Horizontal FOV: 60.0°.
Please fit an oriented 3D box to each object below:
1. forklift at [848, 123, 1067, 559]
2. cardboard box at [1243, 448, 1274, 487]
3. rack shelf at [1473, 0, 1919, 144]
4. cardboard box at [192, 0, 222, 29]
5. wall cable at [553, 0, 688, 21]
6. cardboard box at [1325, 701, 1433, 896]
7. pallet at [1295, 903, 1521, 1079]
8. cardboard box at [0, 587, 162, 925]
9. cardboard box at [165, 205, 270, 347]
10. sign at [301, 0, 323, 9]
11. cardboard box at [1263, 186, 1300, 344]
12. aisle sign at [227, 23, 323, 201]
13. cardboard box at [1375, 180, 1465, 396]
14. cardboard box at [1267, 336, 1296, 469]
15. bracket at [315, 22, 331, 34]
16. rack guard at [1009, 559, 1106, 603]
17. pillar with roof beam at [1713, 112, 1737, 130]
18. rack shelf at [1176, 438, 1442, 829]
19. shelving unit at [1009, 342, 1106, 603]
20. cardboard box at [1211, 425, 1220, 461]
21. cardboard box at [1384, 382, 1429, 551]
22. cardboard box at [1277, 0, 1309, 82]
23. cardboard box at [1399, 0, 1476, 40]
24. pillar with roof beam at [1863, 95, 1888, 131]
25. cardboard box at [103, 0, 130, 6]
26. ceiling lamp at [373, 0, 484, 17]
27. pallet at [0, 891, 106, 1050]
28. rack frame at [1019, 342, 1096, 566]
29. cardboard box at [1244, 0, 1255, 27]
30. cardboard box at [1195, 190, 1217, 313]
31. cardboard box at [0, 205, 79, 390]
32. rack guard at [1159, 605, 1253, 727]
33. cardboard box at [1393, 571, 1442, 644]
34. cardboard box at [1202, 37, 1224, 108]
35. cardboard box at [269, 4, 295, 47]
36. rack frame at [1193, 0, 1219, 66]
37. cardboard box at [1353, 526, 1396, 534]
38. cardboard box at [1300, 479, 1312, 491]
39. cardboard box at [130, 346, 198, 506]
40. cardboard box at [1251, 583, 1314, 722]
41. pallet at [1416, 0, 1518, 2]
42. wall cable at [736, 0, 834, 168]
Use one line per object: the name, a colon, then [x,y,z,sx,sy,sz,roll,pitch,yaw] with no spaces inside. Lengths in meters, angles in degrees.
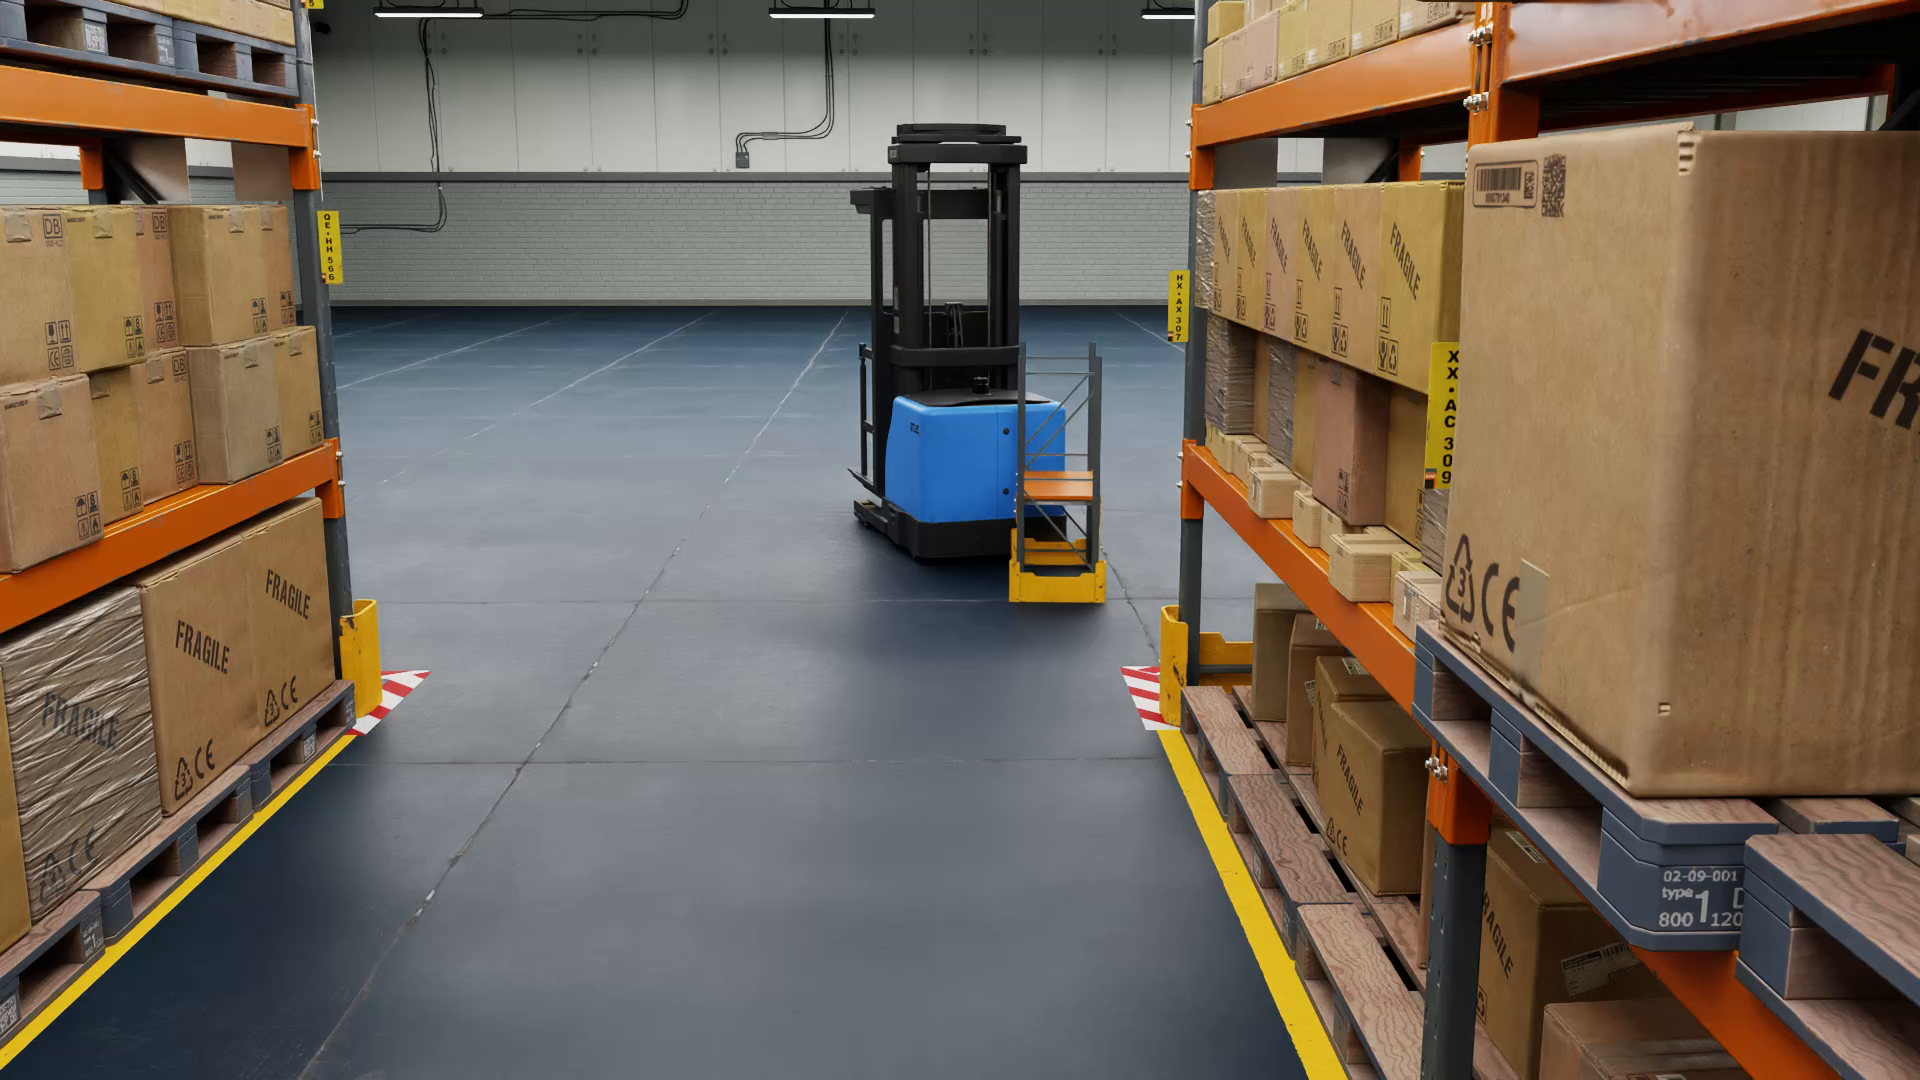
forklift: [-0.180,-1.556,12.358,1.130,2.935,3.031,-3,12,-16]
cardboard box: [1.315,-0.270,6.476,0.380,0.149,0.250,0,11,-1]
rack shelf: [1.672,-0.574,1.609,1.077,0.370,4.000,0,11,-1]
cardboard box: [-3.053,-2.035,6.323,0.380,0.149,0.250,0,11,-1]
wall cable: [-7.769,-13.146,37.893,3.097,2.526,0.112,0,11,-1]
cardboard box: [1.551,0.849,5.563,0.500,0.500,0.500,-1,12,-6]
pallet: [1.581,1.379,4.730,1.003,0.211,1.213,0,11,-1]
cardboard box: [-3.296,0.677,5.465,0.875,0.875,0.875,0,11,-1]
cardboard box: [-3.341,-1.069,6.690,0.875,0.550,0.550,0,11,-1]
sign: [-2.871,-2.514,7.333,0.100,0.325,0.005,0,11,-1]
cardboard box: [1.318,-0.925,5.562,0.500,0.500,0.500,0,11,-1]
aisle sign: [-3.115,-1.938,7.531,0.394,0.787,0.004,0,11,-1]
cardboard box: [1.346,-0.627,4.092,0.500,0.500,0.500,0,11,-1]
cardboard box: [1.629,-0.536,6.158,0.875,0.500,0.500,0,11,-1]
bracket: [-14.532,-11.668,37.886,0.235,0.232,0.430,0,11,-1]
rack guard: [0.596,0.252,10.188,0.587,0.250,0.087,0,11,2]
pillar with roof beam: [12.360,-9.461,36.059,9.100,9.000,0.548,0,11,-1]
rack shelf: [1.589,0.101,5.827,1.077,0.370,4.000,0,11,-1]
shelving unit: [0.618,-0.459,10.551,0.587,1.500,1.083,0,11,2]
cardboard box: [1.301,-0.419,7.211,0.380,0.149,0.250,0,11,-1]
cardboard box: [1.708,-0.238,4.689,0.875,0.500,0.500,0,11,-1]
cardboard box: [1.338,-1.645,5.454,0.500,0.250,0.500,0,11,1]
cardboard box: [1.360,-1.340,3.954,0.500,0.250,0.500,0,11,1]
pillar with roof beam: [12.484,-8.268,30.180,9.100,9.000,0.400,0,11,-1]
cardboard box: [-3.037,-1.883,5.575,0.380,0.149,0.250,0,11,0]
ceiling lamp: [-10.001,-11.461,31.238,2.000,3.185,0.800,0,11,-1]
pallet: [-3.268,1.361,4.818,1.003,0.211,1.213,0,11,-1]
rack frame: [0.640,-0.562,11.058,0.500,1.500,0.032,0,11,2]
cardboard box: [1.294,-2.029,6.348,0.380,0.149,0.250,0,11,1]
cardboard box: [1.287,-1.224,7.032,0.500,0.500,0.500,0,11,-1]
cardboard box: [-3.305,-0.747,5.103,0.875,0.550,0.550,0,11,-1]
rack guard: [1.549,0.591,7.889,1.175,0.500,0.348,0,11,-1]
cardboard box: [1.336,0.178,4.271,0.380,0.149,0.250,0,11,-1]
cardboard box: [1.299,-1.949,6.954,0.500,0.250,0.500,0,11,1]
cardboard box: [-3.068,-2.186,7.070,0.380,0.149,0.250,0,11,-1]
rack frame: [1.548,-3.589,7.119,1.000,3.000,0.127,0,11,-1]
cardboard box: [1.401,0.028,5.007,0.380,0.149,0.250,0,11,-1]
cardboard box: [1.387,-0.121,5.742,0.380,0.149,0.250,0,11,-1]
cardboard box: [-3.441,-0.428,6.246,0.875,0.550,0.550,0,11,-1]
cardboard box: [1.544,0.494,7.310,0.500,0.500,0.500,2,12,9]
pallet: [1.537,-1.109,2.909,1.213,0.211,1.003,0,11,-1]
wall cable: [-4.076,-11.642,38.260,2.305,6.003,0.169,0,11,-1]
